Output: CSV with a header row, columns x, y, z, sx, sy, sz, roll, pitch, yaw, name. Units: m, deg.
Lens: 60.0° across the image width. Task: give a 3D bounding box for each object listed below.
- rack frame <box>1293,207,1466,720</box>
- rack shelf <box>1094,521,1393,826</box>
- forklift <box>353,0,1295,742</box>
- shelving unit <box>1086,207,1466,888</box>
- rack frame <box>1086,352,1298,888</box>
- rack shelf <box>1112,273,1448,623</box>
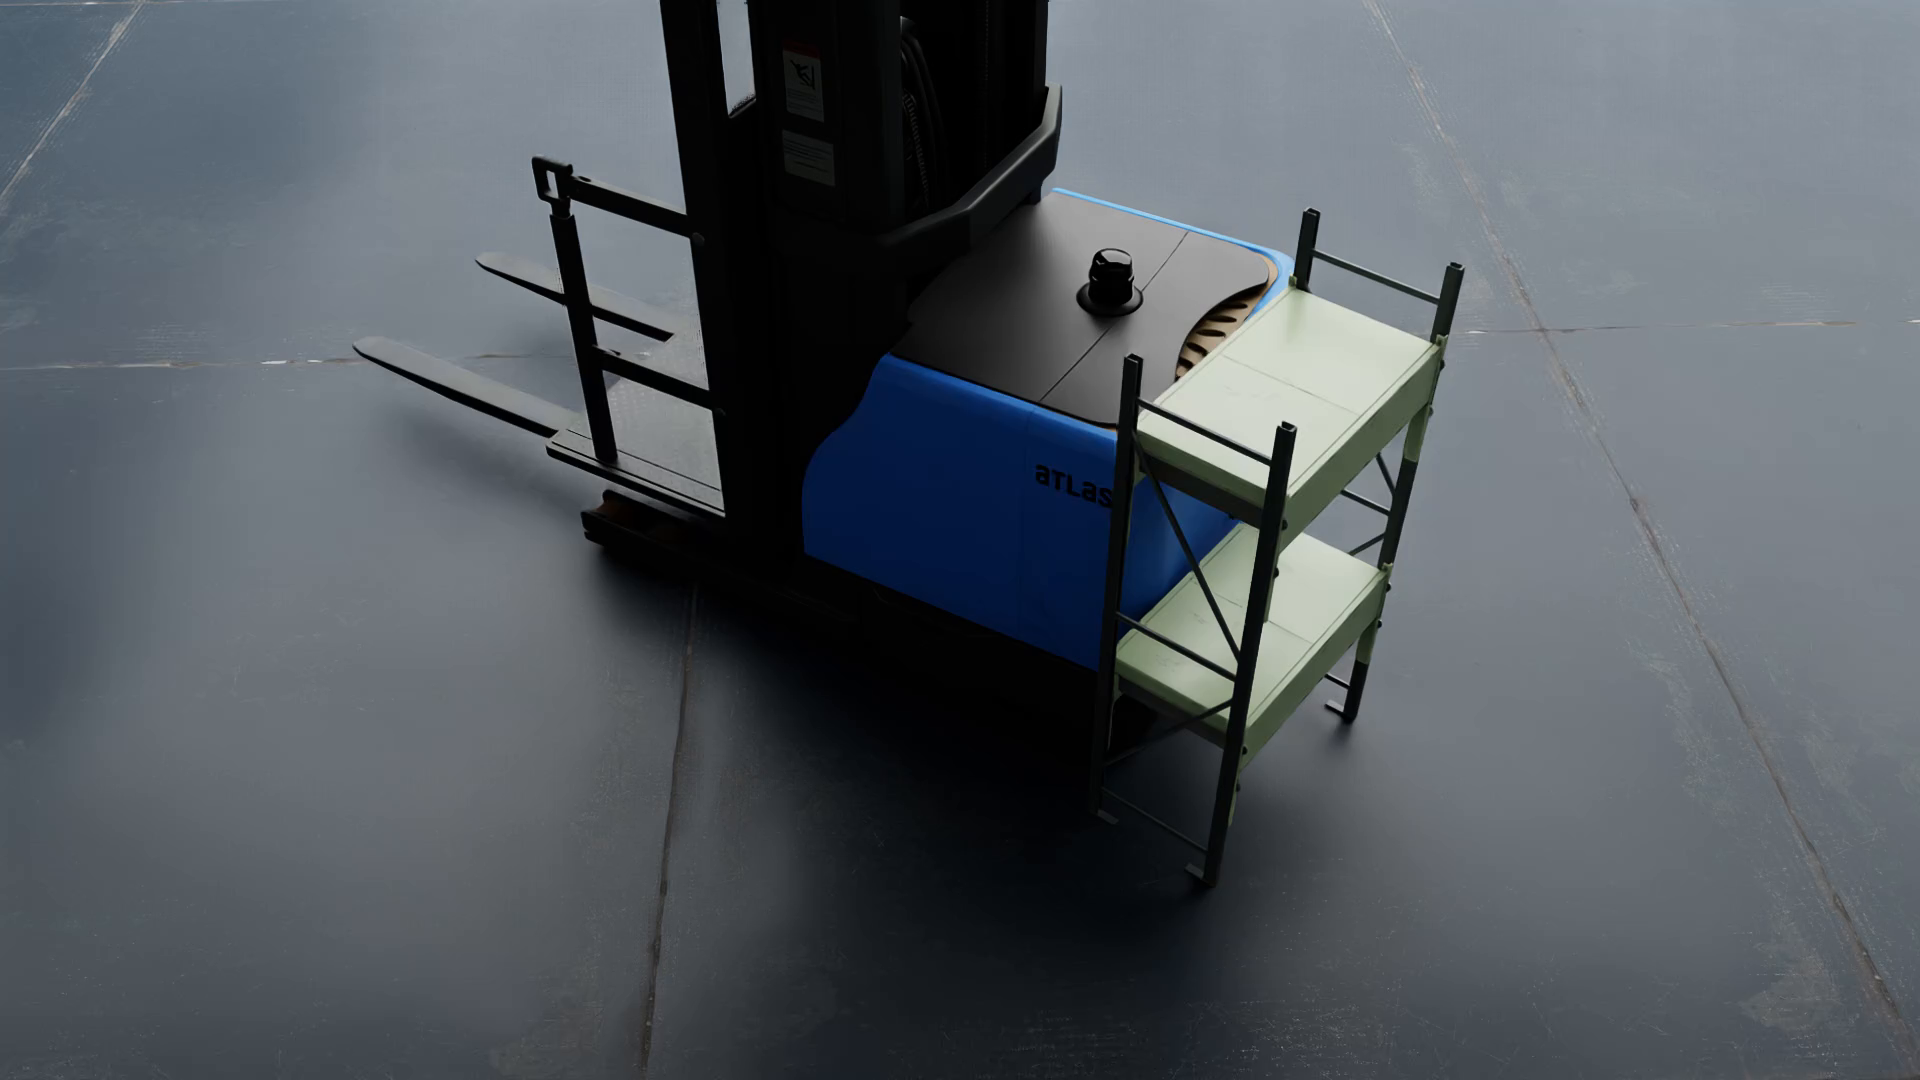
x,y,z,sx,sy,sz,roll,pitch,yaw,name
0.961,-0.134,4.286,0.400,1.500,0.023,29,50,28,rack frame
0.731,0.299,4.296,0.431,0.370,0.720,29,50,28,rack shelf
-0.583,-1.263,4.459,3.031,2.935,1.130,21,47,21,forklift
0.731,0.059,4.076,0.431,1.500,0.755,29,50,28,shelving unit
0.502,0.251,3.866,0.400,1.500,0.023,29,50,28,rack frame
0.731,-0.229,3.812,0.431,0.370,0.720,29,50,28,rack shelf
